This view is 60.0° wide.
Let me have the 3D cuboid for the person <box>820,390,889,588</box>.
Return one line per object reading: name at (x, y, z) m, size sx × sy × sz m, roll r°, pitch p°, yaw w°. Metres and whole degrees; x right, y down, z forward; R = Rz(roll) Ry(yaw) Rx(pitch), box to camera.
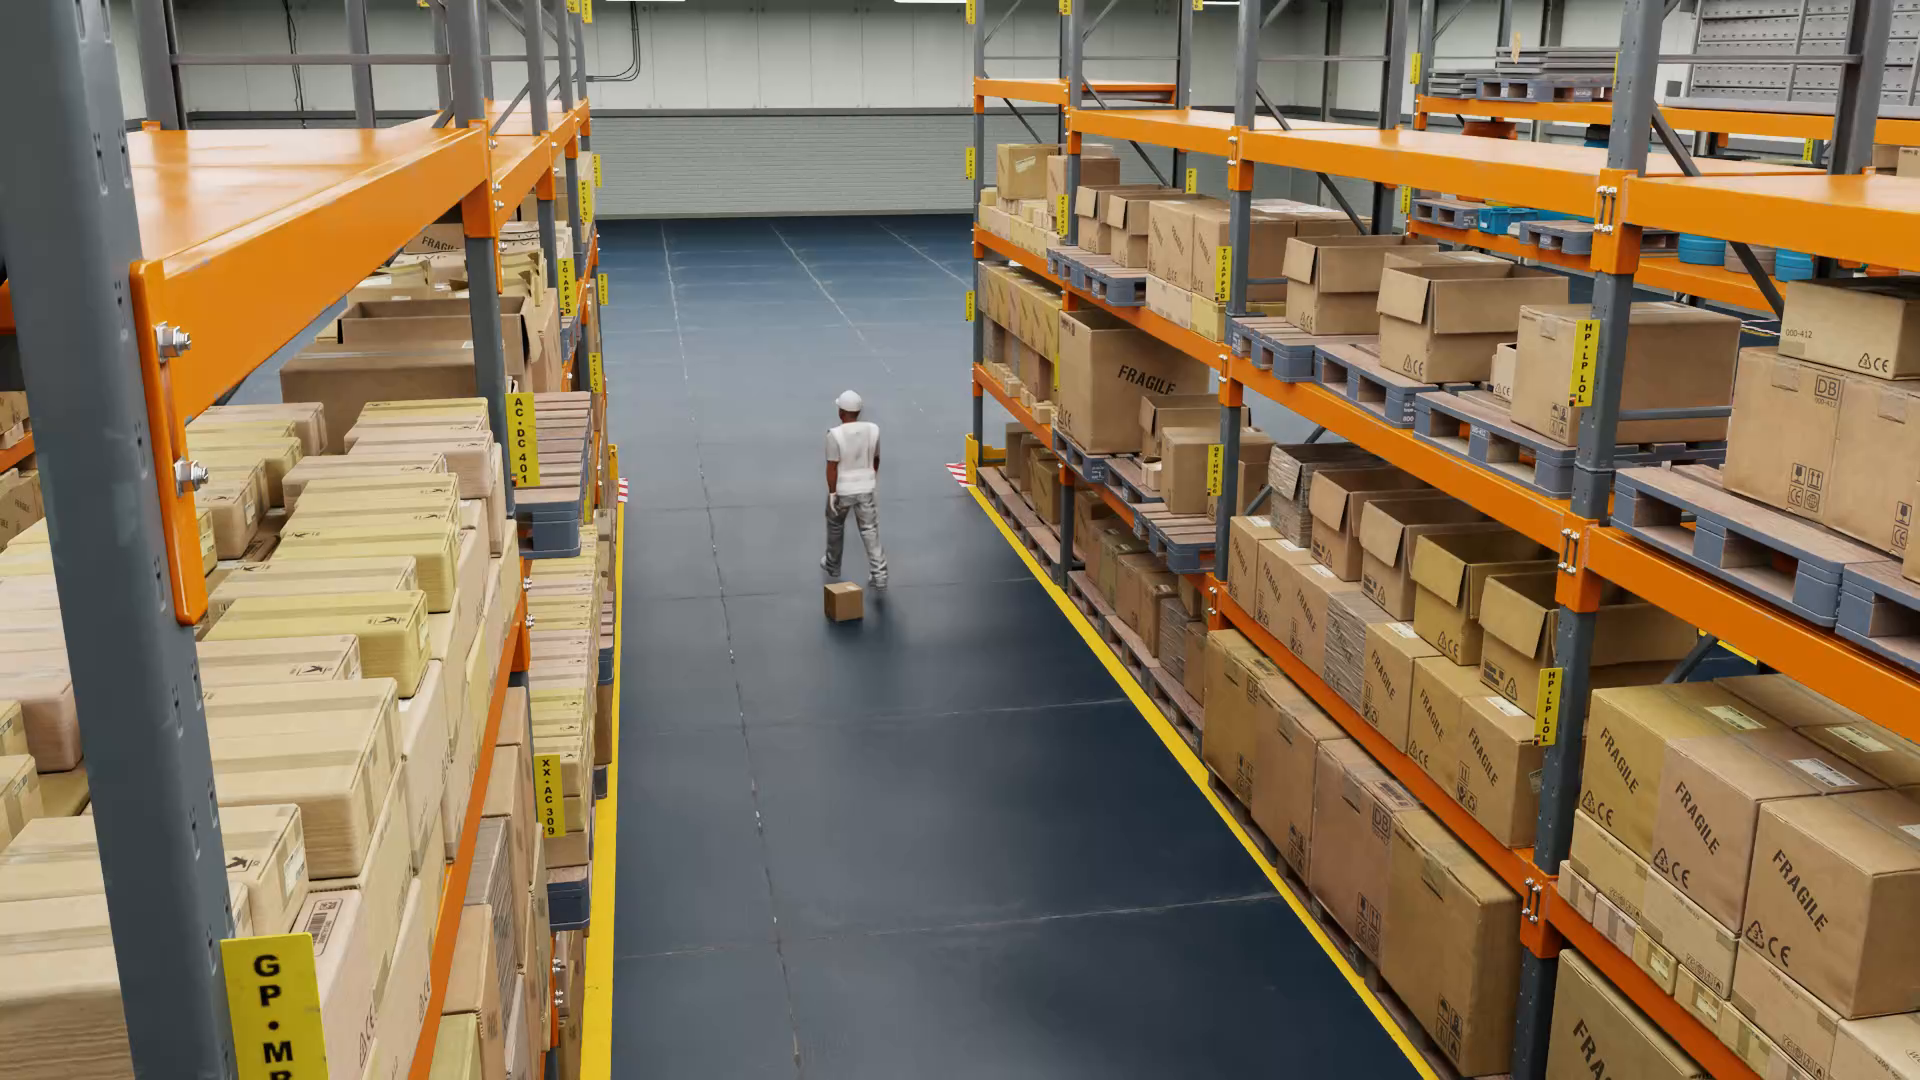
person at (-0.942, -0.448, 14.580) m, size 0.545 × 1.740 × 1.083 m, roll -7°, pitch 18°, yaw -23°
